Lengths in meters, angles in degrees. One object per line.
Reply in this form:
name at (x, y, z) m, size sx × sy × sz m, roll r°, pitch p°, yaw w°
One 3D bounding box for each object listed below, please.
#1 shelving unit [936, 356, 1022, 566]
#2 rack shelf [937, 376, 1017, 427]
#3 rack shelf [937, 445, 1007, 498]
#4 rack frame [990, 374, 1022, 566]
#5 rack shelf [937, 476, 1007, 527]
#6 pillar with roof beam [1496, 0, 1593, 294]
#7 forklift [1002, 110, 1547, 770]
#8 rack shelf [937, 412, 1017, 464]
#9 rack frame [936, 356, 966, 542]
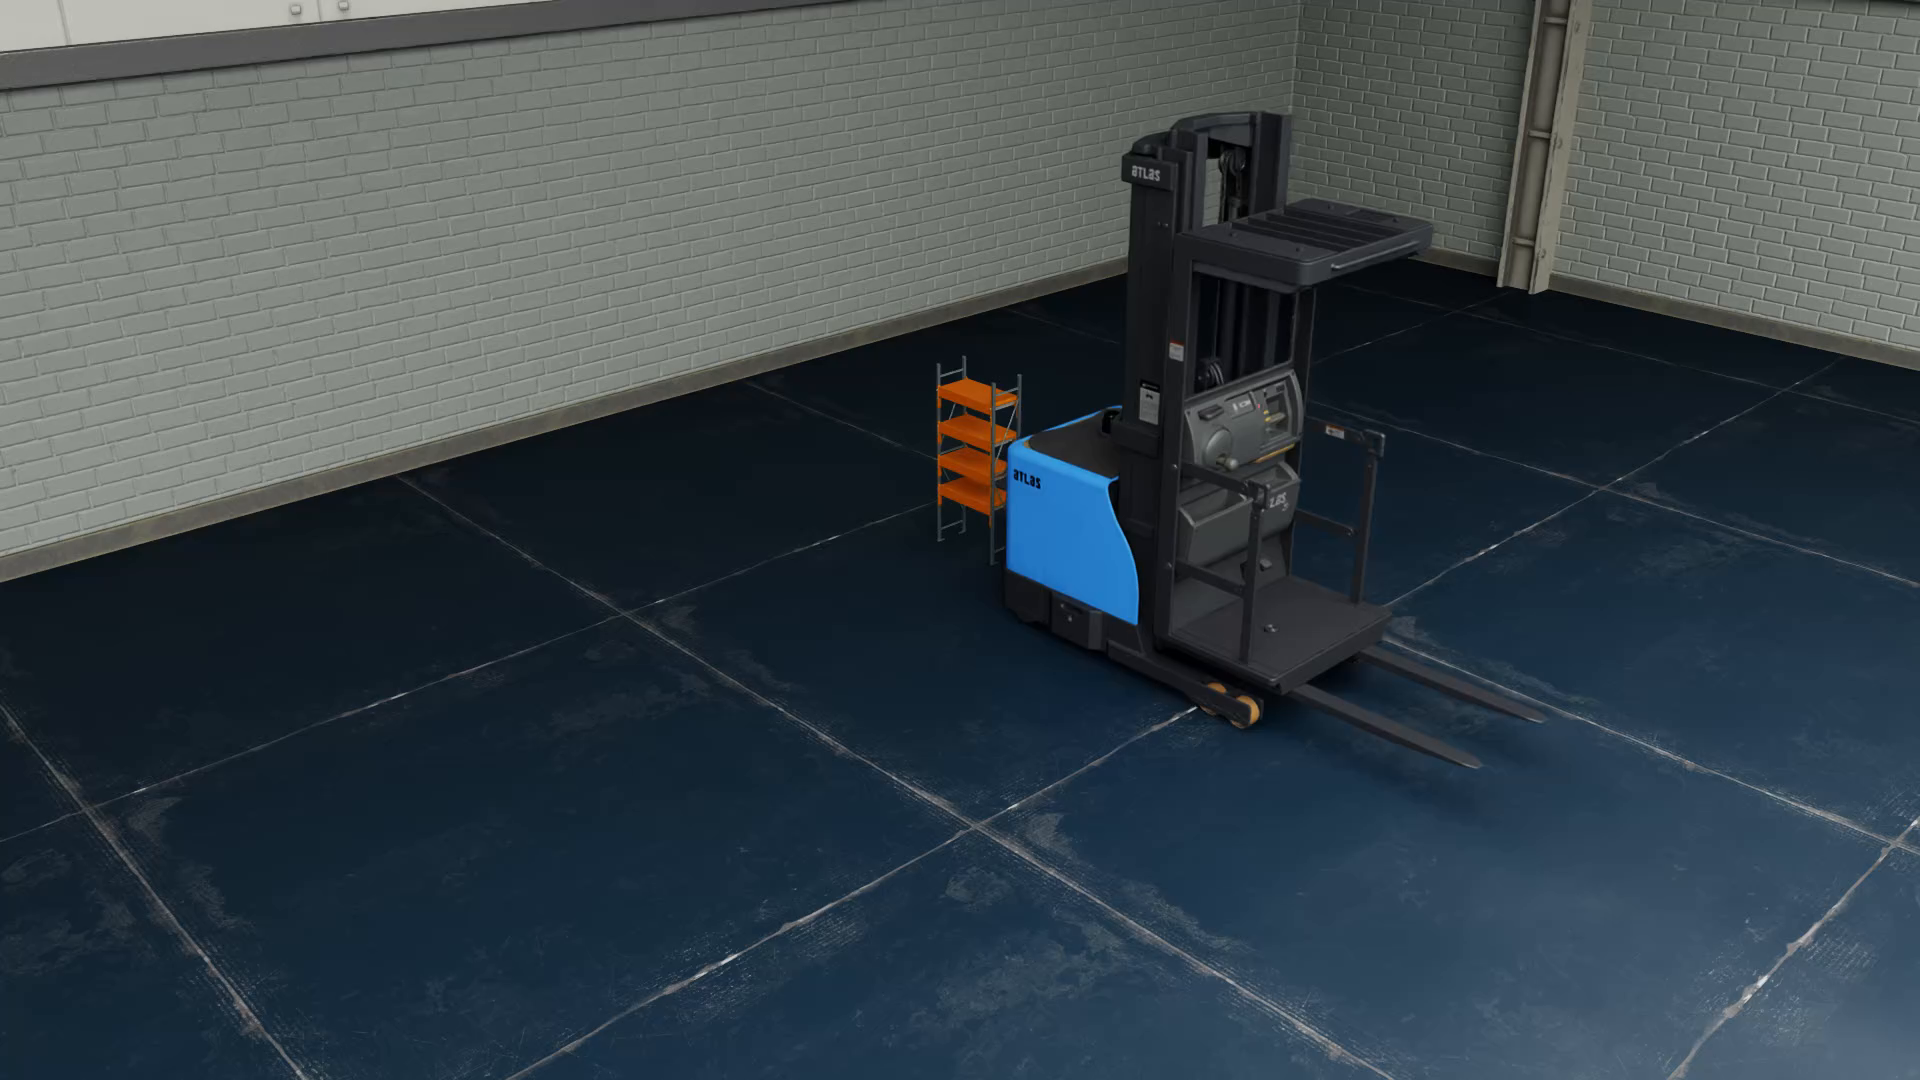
shelving unit at (0.113, -0.496, 10.391) m, size 0.258 × 1.200 × 0.503 m, roll -21°, pitch 32°, yaw -38°
rack shelf at (0.113, -0.853, 10.228) m, size 0.258 × 0.148 × 0.480 m, roll -21°, pitch 32°, yaw -38°
rack shelf at (0.113, -0.435, 10.419) m, size 0.258 × 0.148 × 0.480 m, roll -21°, pitch 32°, yaw -38°
rack frame at (0.280, -0.422, 10.229) m, size 0.240 × 1.200 × 0.015 m, roll -21°, pitch 32°, yaw -38°
rack shelf at (0.113, -0.254, 10.501) m, size 0.258 × 0.148 × 0.480 m, roll -21°, pitch 32°, yaw -38°
pillar with roof beam at (2.313, -5.325, 11.580) m, size 9.100 × 9.000 × 0.400 m, roll -21°, pitch 32°, yaw -38°
forklift at (1.632, -0.600, 8.534) m, size 1.130 × 2.935 × 3.031 m, roll -22°, pitch 32°, yaw -39°
rack shelf at (0.113, -0.638, 10.326) m, size 0.258 × 0.148 × 0.480 m, roll -21°, pitch 32°, yaw -38°
rack frame at (-0.054, -0.570, 10.553) m, size 0.240 × 1.200 × 0.015 m, roll -21°, pitch 32°, yaw -38°
